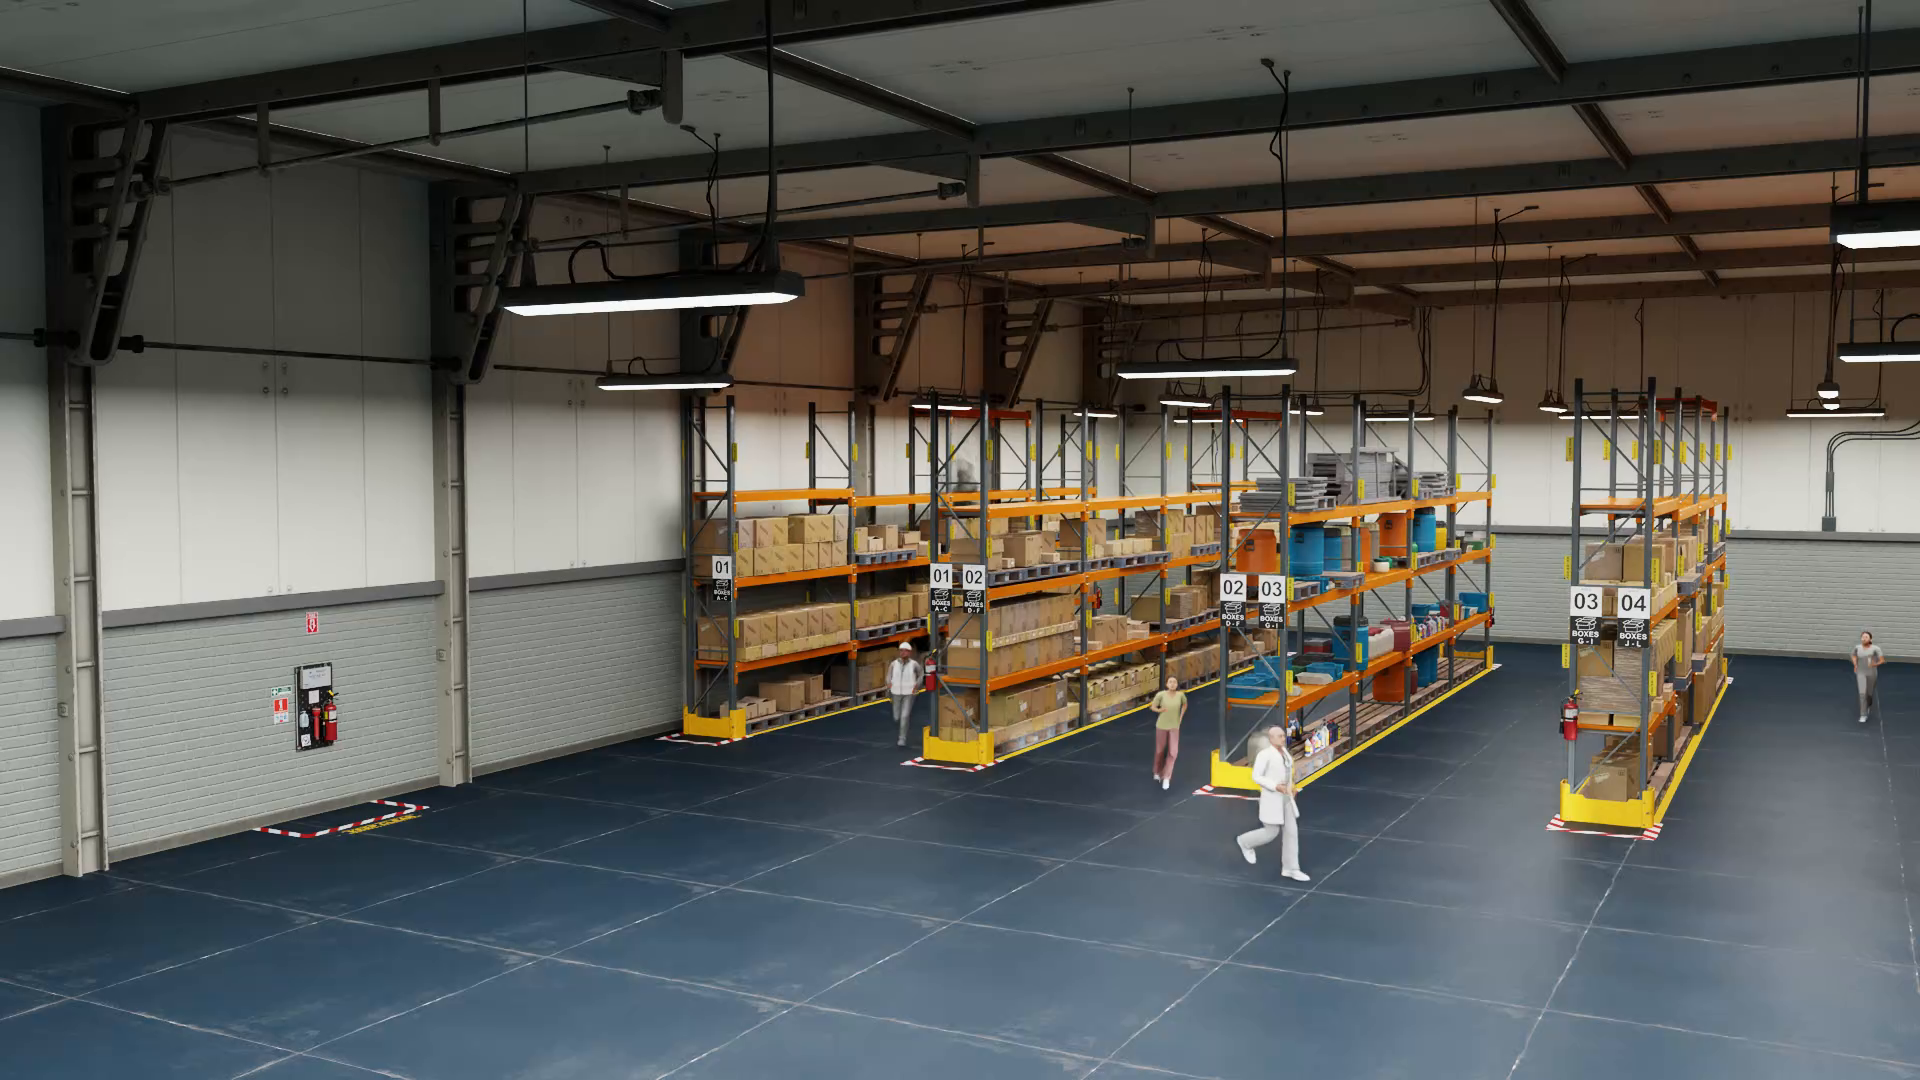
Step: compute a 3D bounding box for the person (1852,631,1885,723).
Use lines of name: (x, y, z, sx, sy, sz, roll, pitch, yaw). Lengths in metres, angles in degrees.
person: (16.955, 2.539, 31.069, 0.560, 1.675, 0.863, 2, 4, 35)

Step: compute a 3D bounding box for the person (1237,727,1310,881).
person: (3.735, 3.084, 19.621, 0.709, 1.767, 0.955, -2, 4, -39)

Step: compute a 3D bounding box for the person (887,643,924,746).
person: (-0.955, 2.629, 28.506, 0.663, 1.732, 0.832, 1, 3, 12)

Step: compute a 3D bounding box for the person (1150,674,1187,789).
person: (3.139, 2.866, 24.968, 0.580, 1.719, 0.709, 0, 3, 2)
